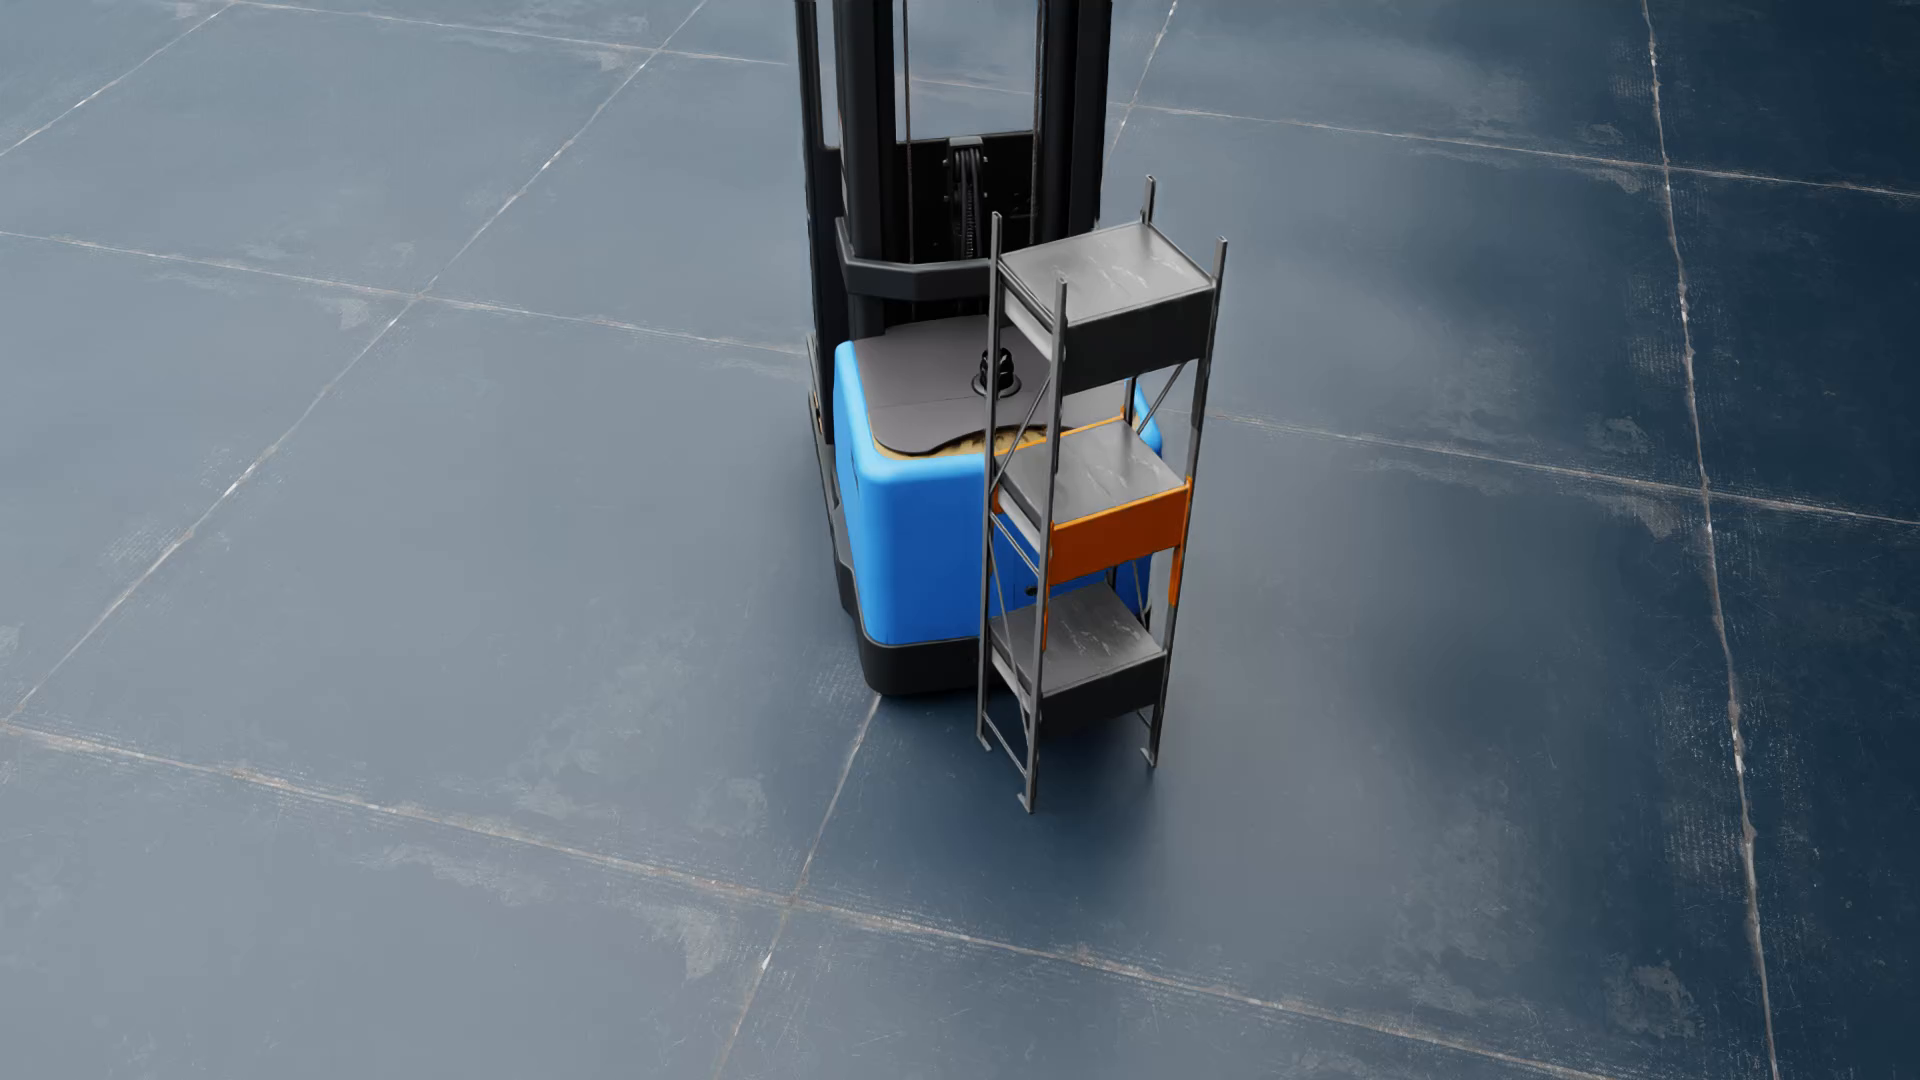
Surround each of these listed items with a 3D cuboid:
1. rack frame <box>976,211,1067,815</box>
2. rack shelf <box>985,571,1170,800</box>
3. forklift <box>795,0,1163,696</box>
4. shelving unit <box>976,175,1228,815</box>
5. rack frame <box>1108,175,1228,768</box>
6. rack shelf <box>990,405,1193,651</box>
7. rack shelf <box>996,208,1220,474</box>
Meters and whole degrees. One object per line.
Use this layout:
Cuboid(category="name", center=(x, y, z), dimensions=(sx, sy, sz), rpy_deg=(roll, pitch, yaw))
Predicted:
Cuboid(category="rack frame", center=(0.167, 0.017, 5.086), dimensions=(0.015, 2.100, 0.400), rpy_deg=(-17, 44, -20))
Cuboid(category="rack shelf", center=(0.377, 0.488, 5.636), dimensions=(0.480, 0.518, 0.431), rpy_deg=(-17, 44, -20))
Cuboid(category="forklift", center=(-0.060, -1.513, 6.273), dimensions=(1.130, 2.935, 3.031), rpy_deg=(-6, 40, -7))
Cuboid(category="shelving unit", center=(0.386, -0.051, 5.170), dimensions=(0.503, 2.100, 0.431), rpy_deg=(-17, 44, -20))
Cuboid(category="rack frame", center=(0.605, -0.119, 5.253), dimensions=(0.015, 2.100, 0.400), rpy_deg=(-17, 44, -20))
Cuboid(category="rack shelf", center=(0.386, -0.041, 5.178), dimensions=(0.480, 0.518, 0.431), rpy_deg=(-17, 44, -20))
Cuboid(category="rack shelf", center=(0.395, -0.570, 4.721), dimensions=(0.480, 0.518, 0.431), rpy_deg=(-17, 44, -20))
